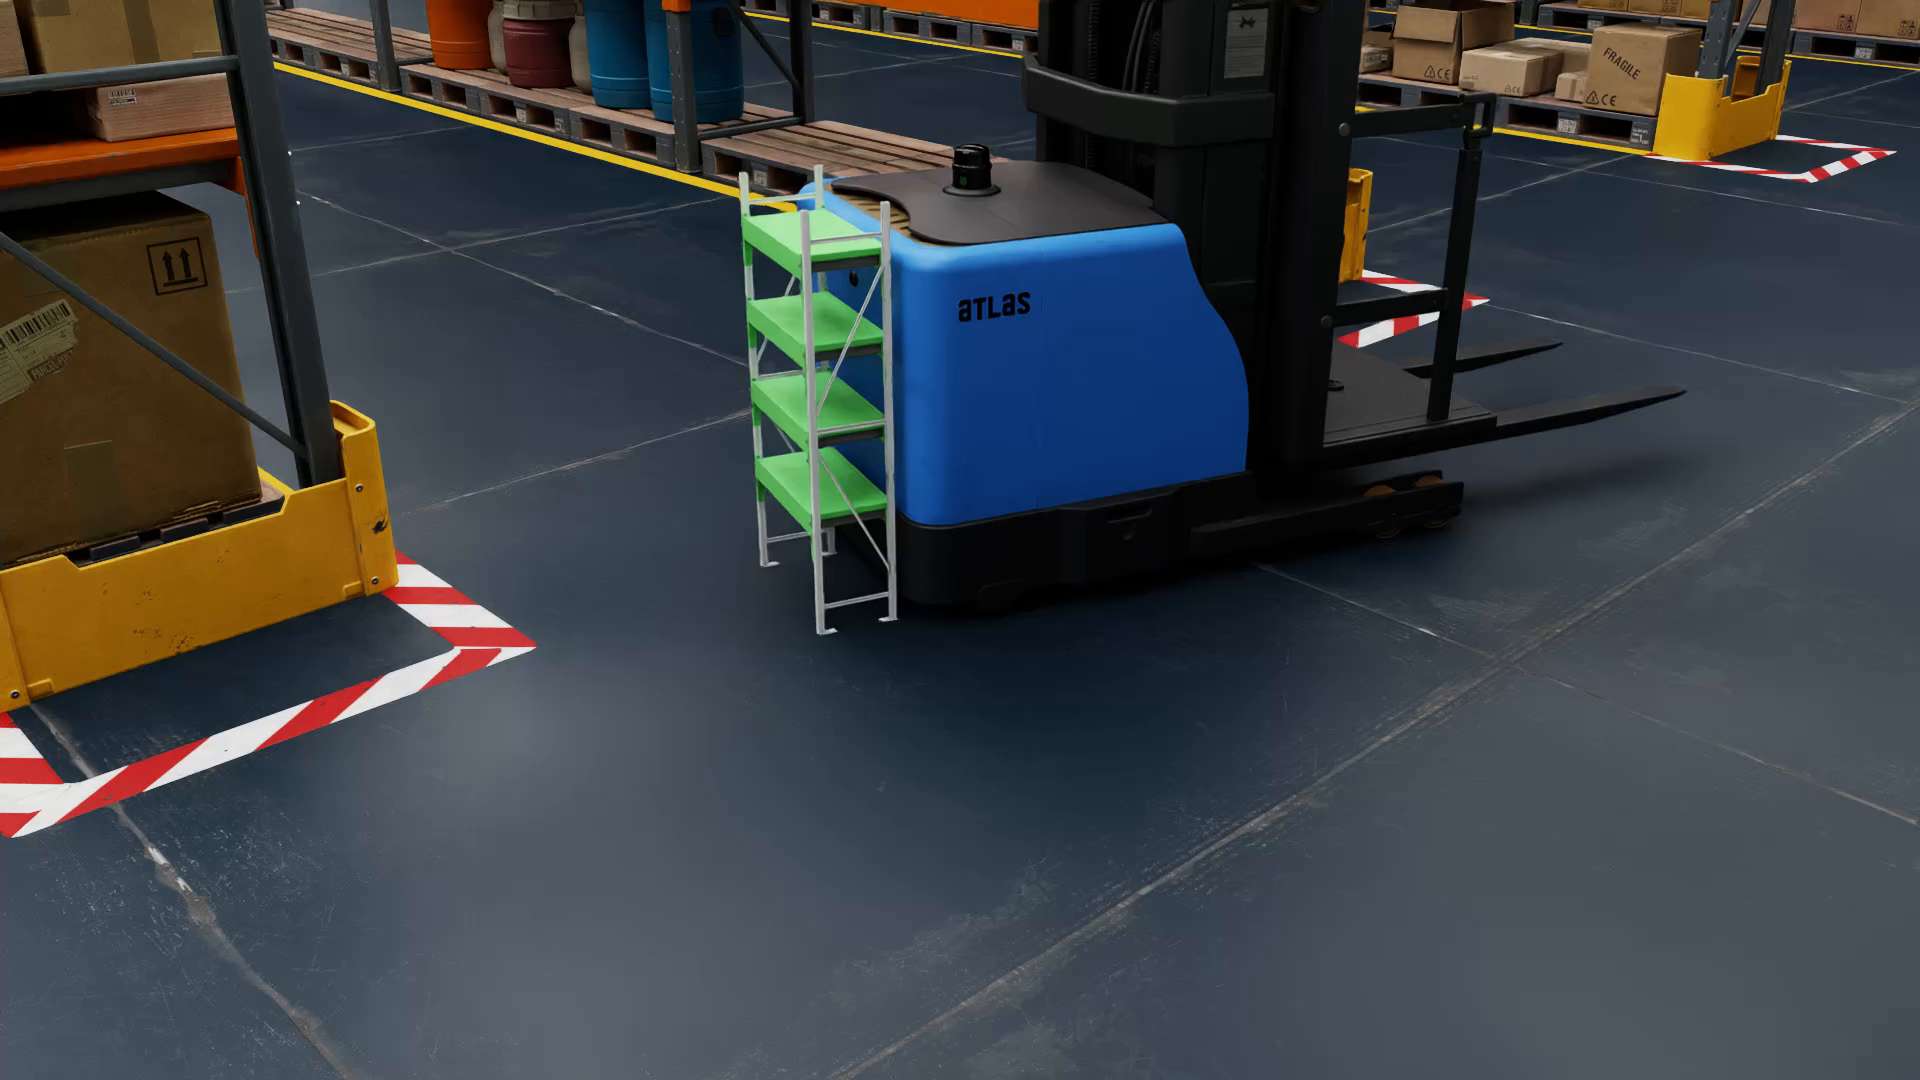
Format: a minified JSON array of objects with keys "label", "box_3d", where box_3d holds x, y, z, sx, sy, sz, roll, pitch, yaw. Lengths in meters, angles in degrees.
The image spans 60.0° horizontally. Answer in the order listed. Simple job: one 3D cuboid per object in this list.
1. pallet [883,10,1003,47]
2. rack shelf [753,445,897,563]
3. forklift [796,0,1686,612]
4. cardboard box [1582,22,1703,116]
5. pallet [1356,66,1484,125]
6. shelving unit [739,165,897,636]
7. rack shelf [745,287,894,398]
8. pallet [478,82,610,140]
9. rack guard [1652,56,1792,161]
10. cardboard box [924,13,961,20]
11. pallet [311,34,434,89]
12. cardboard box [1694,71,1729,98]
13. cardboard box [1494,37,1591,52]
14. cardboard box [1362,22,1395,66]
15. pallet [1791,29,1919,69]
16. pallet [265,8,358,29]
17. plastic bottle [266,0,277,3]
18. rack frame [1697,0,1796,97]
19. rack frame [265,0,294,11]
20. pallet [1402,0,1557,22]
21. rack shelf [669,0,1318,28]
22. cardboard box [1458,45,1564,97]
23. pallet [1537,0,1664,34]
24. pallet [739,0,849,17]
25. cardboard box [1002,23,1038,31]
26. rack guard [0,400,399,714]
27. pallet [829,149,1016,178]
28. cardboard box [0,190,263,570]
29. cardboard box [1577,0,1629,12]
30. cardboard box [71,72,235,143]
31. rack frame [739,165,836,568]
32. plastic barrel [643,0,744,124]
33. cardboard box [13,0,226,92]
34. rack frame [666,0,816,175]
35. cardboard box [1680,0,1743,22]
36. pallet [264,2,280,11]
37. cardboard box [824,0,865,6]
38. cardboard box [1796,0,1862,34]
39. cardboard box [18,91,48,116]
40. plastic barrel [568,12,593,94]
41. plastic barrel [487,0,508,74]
[{"label":"pallet","box_3d":[0.037,-4.855,15.639,1.003,0.211,1.213,-21,32,-38]},{"label":"rack shelf","box_3d":[-0.394,-0.116,4.790,0.258,0.148,0.480,-11,27,-23]},{"label":"forklift","box_3d":[1.050,-1.525,5.062,3.031,2.935,1.130,-11,27,-22]},{"label":"cardboard box","box_3d":[4.471,-3.095,10.902,0.500,0.500,0.500,-21,32,-38]},{"label":"pallet","box_3d":[3.595,-3.302,12.234,1.003,0.211,1.213,-21,32,-38]},{"label":"shelving unit","box_3d":[-0.394,-0.392,4.664,0.258,1.200,0.503,-11,27,-23]},{"label":"rack shelf","box_3d":[-0.394,-0.552,4.591,0.258,0.148,0.480,-11,27,-23]},{"label":"pallet","box_3d":[-2.665,-3.092,11.773,1.003,0.211,1.213,-21,32,-38]},{"label":"rack guard","box_3d":[4.971,-2.823,10.836,1.175,0.500,0.348,-21,32,-38]},{"label":"cardboard box","box_3d":[0.019,-5.048,15.183,0.500,0.500,0.500,22,33,40]},{"label":"pallet","box_3d":[-4.565,-3.934,13.619,1.003,0.211,1.213,-21,32,-38]},{"label":"cardboard box","box_3d":[4.987,-3.065,11.258,0.380,0.149,0.250,-21,32,-38]},{"label":"cardboard box","box_3d":[4.174,-3.435,11.947,0.500,0.250,0.500,-21,32,-38]},{"label":"cardboard box","box_3d":[3.398,-3.807,12.689,0.500,0.311,0.500,-21,32,-38]},{"label":"pallet","box_3d":[8.032,-4.295,14.410,1.003,0.211,1.213,-21,32,-38]},{"label":"pallet","box_3d":[-6.233,-4.673,15.239,1.003,0.211,1.213,-21,32,-38]},{"label":"plastic bottle","box_3d":[-6.696,-5.348,16.117,0.097,0.271,0.097,0,25,0]},{"label":"rack frame","box_3d":[5.022,-3.937,10.266,1.000,3.000,0.127,-21,32,-38]},{"label":"rack frame","box_3d":[-6.798,-6.169,15.158,1.000,3.000,0.127,-21,32,-38]},{"label":"pallet","box_3d":[5.320,-5.499,17.050,1.003,0.211,1.213,-21,32,-38]},{"label":"rack shelf","box_3d":[0.037,-2.812,8.666,1.077,0.370,4.000,-21,32,-38]},{"label":"cardboard box","box_3d":[3.844,-3.278,11.603,0.500,0.250,0.500,-21,32,-38]},{"label":"pallet","box_3d":[6.365,-5.034,16.031,1.003,0.211,1.213,-21,32,-38]},{"label":"pallet","box_3d":[-1.809,-5.722,17.539,1.003,0.211,1.213,-21,32,-38]},{"label":"cardboard box","box_3d":[0.719,-4.738,14.503,0.500,0.500,0.500,22,33,40]},{"label":"rack guard","box_3d":[-2.195,0.017,4.611,1.175,0.500,0.348,-21,32,-38]},{"label":"pallet","box_3d":[0.039,-1.895,9.149,1.003,0.211,1.213,-21,32,-38]},{"label":"cardboard box","box_3d":[-2.707,-0.524,4.838,0.875,0.875,0.875,-21,32,-38]},{"label":"cardboard box","box_3d":[6.338,-5.354,15.877,0.700,0.500,0.500,-21,32,-38]},{"label":"cardboard box","box_3d":[-2.213,-1.215,4.602,0.380,0.149,0.250,-21,32,-38]},{"label":"rack frame","box_3d":[-0.497,-0.484,4.866,0.240,1.200,0.015,-11,27,-23]},{"label":"plastic barrel","box_3d":[-1.689,-3.151,10.565,0.600,0.901,0.708,-21,32,-38]},{"label":"cardboard box","box_3d":[-2.342,-1.417,4.565,0.500,0.250,0.500,-22,33,-40]},{"label":"rack frame","box_3d":[-1.330,-3.745,9.845,1.000,3.000,0.127,-21,32,-38]},{"label":"cardboard box","box_3d":[7.028,-5.044,15.199,0.700,0.500,0.500,-20,31,-37]},{"label":"pallet","box_3d":[-7.226,-5.115,16.209,1.003,0.211,1.213,-21,32,-38]},{"label":"cardboard box","box_3d":[-0.983,-5.391,16.260,0.500,0.250,0.500,-20,31,-37]},{"label":"cardboard box","box_3d":[7.742,-4.733,14.516,0.700,0.500,0.500,-21,32,-39]},{"label":"cardboard box","box_3d":[-2.565,-1.370,4.941,0.380,0.149,0.250,-22,33,-40]},{"label":"plastic barrel","box_3d":[-2.494,-3.385,11.547,0.421,0.512,0.421,0,25,0]},{"label":"plastic barrel","box_3d":[-3.266,-3.727,12.297,0.421,0.512,0.421,0,25,0]}]
